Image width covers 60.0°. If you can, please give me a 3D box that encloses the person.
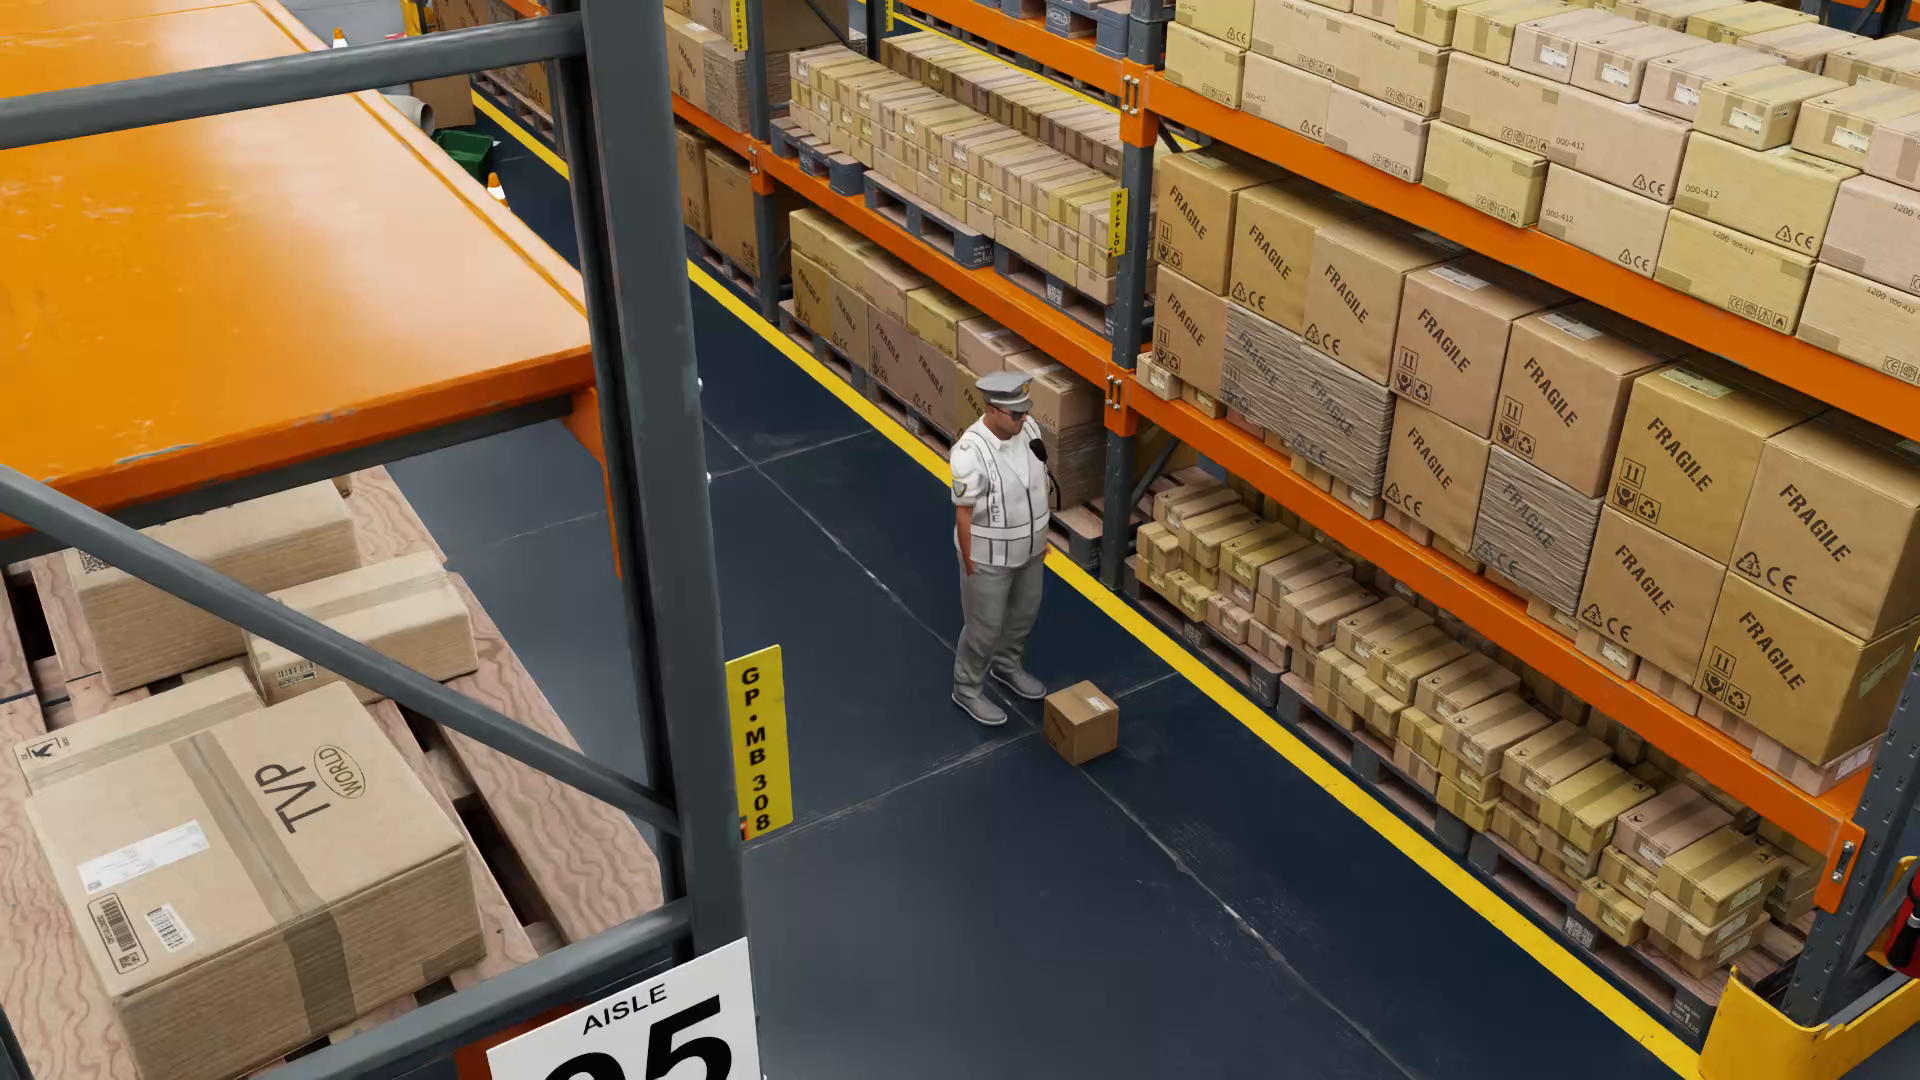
[{"bbox_3d":[0.208,0.028,7.663,0.528,1.744,0.393,-28,42,-37],"label":"person"}]
